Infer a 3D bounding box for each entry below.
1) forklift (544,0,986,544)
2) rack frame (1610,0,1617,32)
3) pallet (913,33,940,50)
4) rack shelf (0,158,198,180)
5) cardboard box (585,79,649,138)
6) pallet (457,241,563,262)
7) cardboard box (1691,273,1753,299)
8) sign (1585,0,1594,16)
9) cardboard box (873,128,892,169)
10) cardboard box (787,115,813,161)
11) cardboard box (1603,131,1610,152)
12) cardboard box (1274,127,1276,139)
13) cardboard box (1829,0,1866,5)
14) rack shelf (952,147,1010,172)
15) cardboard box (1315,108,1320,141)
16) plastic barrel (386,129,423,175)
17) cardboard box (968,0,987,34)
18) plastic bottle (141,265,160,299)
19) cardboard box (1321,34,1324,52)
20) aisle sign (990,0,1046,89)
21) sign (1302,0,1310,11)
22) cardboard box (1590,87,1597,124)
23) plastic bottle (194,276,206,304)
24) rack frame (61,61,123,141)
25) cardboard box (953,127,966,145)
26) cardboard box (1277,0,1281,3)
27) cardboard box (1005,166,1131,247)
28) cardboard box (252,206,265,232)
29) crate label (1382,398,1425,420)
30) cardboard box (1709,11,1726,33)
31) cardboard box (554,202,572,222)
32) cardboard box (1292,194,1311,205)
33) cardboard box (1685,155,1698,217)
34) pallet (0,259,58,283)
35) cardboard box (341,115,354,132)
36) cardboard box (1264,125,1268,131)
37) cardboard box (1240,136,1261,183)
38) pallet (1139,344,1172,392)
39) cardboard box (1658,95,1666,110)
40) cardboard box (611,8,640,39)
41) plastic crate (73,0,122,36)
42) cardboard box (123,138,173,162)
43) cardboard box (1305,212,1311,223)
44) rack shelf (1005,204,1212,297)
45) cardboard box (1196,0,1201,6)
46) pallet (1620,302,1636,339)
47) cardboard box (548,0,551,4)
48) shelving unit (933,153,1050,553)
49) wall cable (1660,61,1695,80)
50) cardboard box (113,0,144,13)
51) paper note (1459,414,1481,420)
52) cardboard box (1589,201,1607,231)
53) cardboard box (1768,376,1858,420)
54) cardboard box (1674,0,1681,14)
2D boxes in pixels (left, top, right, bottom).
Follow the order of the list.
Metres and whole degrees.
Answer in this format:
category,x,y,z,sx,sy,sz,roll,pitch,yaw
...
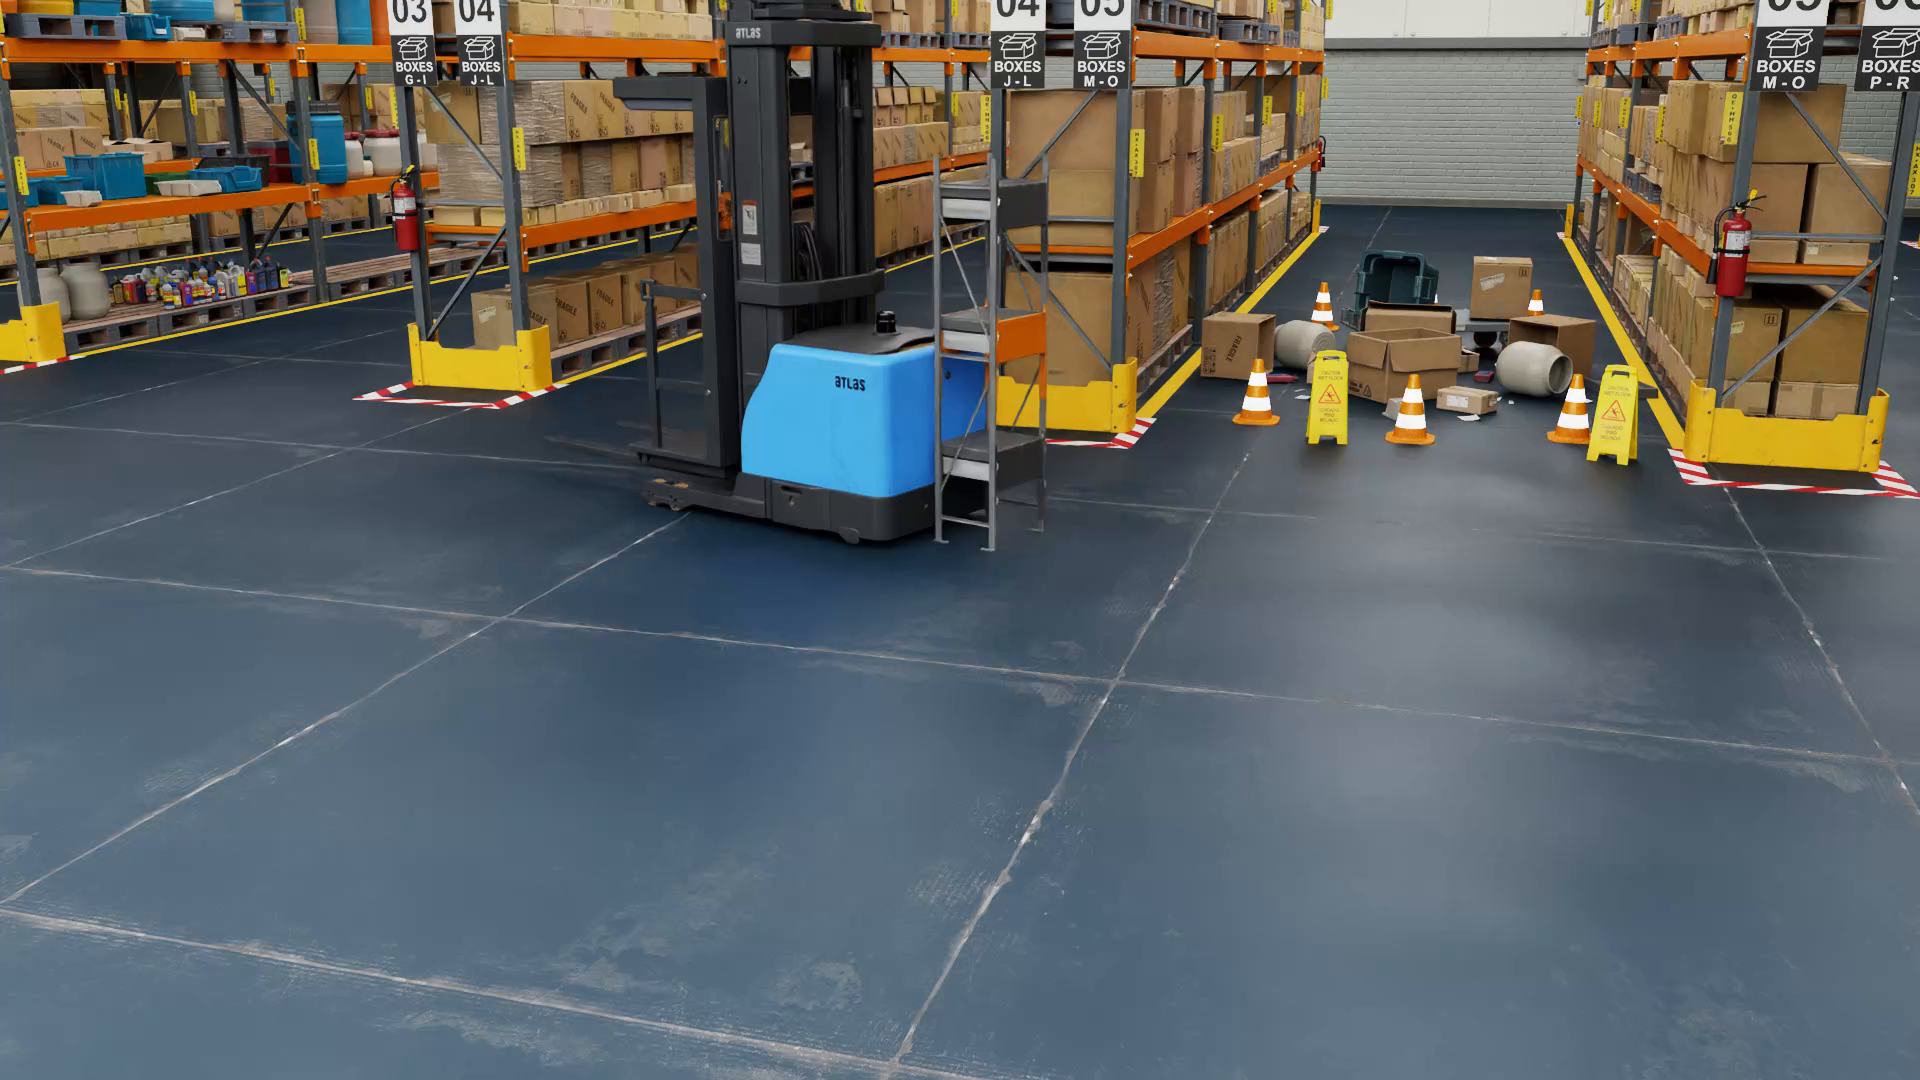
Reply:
category,x,y,z,sx,sy,sz,roll,pitch,yaw
forklift,-1.309,-1.687,9.905,3.031,2.935,1.130,12,20,35
rack frame,8.898,-7.979,20.970,1.000,3.000,0.127,5,16,16
pallet,-0.817,-6.969,23.256,0.805,0.209,1.217,4,16,14
rack shelf,-11.805,-4.715,21.774,1.077,0.370,4.000,5,16,16
cardboard box,-3.170,-3.910,15.056,0.500,0.500,0.500,5,16,16
pallet,-6.305,-4.067,23.282,1.003,0.211,1.213,5,16,16
cardboard box,5.505,-1.837,12.015,0.380,0.149,0.250,5,17,17
sign,9.504,-8.086,25.096,0.100,0.325,0.005,5,16,16
cardboard box,-1.197,-5.104,21.646,0.500,0.500,0.500,4,16,14
cardboard box,-1.918,-4.767,19.687,0.700,0.500,0.500,7,17,24
cardboard box,8.213,-4.900,20.466,0.500,0.250,0.500,5,17,17
cardboard box,3.904,-5.282,21.600,0.380,0.149,0.250,4,16,13
cardboard box,5.886,-3.579,10.682,0.500,0.250,0.500,4,16,15
rack shelf,-0.035,-6.039,26.441,1.077,0.370,4.000,5,16,16
cardboard box,5.379,-6.551,26.200,0.500,0.500,0.500,5,17,17
plastic barrel,-6.812,-4.757,20.353,0.433,0.535,0.433,0,16,0
cardboard box,0.003,-8.079,25.681,0.700,0.500,0.500,5,17,18
plastic bottle,-8.480,-2.702,17.406,0.144,0.351,0.185,5,17,18
cardboard box,5.385,-7.729,25.858,0.500,0.250,0.500,4,16,15
aisle sign,0.405,-3.567,11.642,0.394,0.787,0.004,5,16,16
sign,4.657,-7.290,22.367,0.100,0.325,0.005,5,16,16
cardboard box,9.055,-6.033,23.088,0.500,0.500,0.500,5,17,17
plastic bottle,-7.822,-2.571,17.092,0.097,0.271,0.097,0,16,0
rack frame,-14.851,-7.014,28.561,1.000,3.000,0.127,5,16,16
cardboard box,-0.219,-6.035,24.840,0.500,0.250,0.500,4,16,15
cardboard box,3.910,-7.053,22.249,0.700,0.500,0.500,5,16,16
cardboard box,0.775,-2.484,12.315,0.875,0.550,0.550,5,16,16
cardboard box,-10.690,-4.828,24.628,0.500,0.500,0.500,4,16,14
crate label,3.376,-0.997,12.592,0.250,0.136,0.298,-4,16,-13
cardboard box,5.715,-3.796,12.180,0.380,0.149,0.250,4,16,15
cardboard box,-3.529,-2.786,14.114,0.380,0.149,0.250,5,16,16
cardboard box,5.274,-5.317,25.942,0.380,0.149,0.250,4,16,15
cardboard box,5.832,-2.701,12.626,0.500,0.500,0.500,5,17,17
pallet,-12.202,-3.392,20.902,1.003,0.211,1.213,5,16,16
cardboard box,-10.204,-6.830,27.728,0.500,0.500,0.500,5,17,17
cardboard box,3.602,-5.152,20.597,0.380,0.149,0.250,5,17,18
cardboard box,3.116,-4.314,18.857,0.500,0.500,0.500,5,16,16
pallet,1.214,-1.503,14.242,1.003,0.211,1.213,5,16,16
cardboard box,6.778,-4.099,15.596,0.380,0.149,0.250,4,16,13
cardboard box,-3.201,-4.600,14.829,0.500,0.250,0.500,5,17,18
plastic crate,-8.509,-5.064,16.218,0.392,0.384,0.575,5,16,16
cardboard box,-11.382,-5.450,23.209,0.500,0.311,0.500,6,17,19
cardboard box,5.335,-5.099,26.263,0.380,0.149,0.250,5,17,18
rack shelf,1.282,-2.488,13.923,1.077,0.370,4.000,5,16,16
cardboard box,1.837,-4.609,14.094,0.380,0.149,0.250,5,16,16
pallet,7.189,-2.183,16.638,1.003,0.211,1.213,5,16,16
cardboard box,-3.593,-4.475,13.657,0.380,0.149,0.250,4,16,15
shelving unit,0.171,-1.028,9.104,0.431,2.100,0.503,11,19,34
wall cable,12.978,-7.999,30.170,0.588,1.984,0.122,5,16,16
cardboard box,-14.379,-9.161,28.580,0.500,0.500,0.500,4,16,15
paper note,3.848,-0.927,12.542,0.148,0.019,0.142,-1,16,-3
cardboard box,9.691,-4.689,24.288,0.875,0.438,0.875,5,17,17
cardboard box,5.982,-1.023,11.707,0.500,0.250,0.500,4,16,15
cardboard box,6.946,-5.003,15.478,0.500,0.250,0.500,5,17,17
